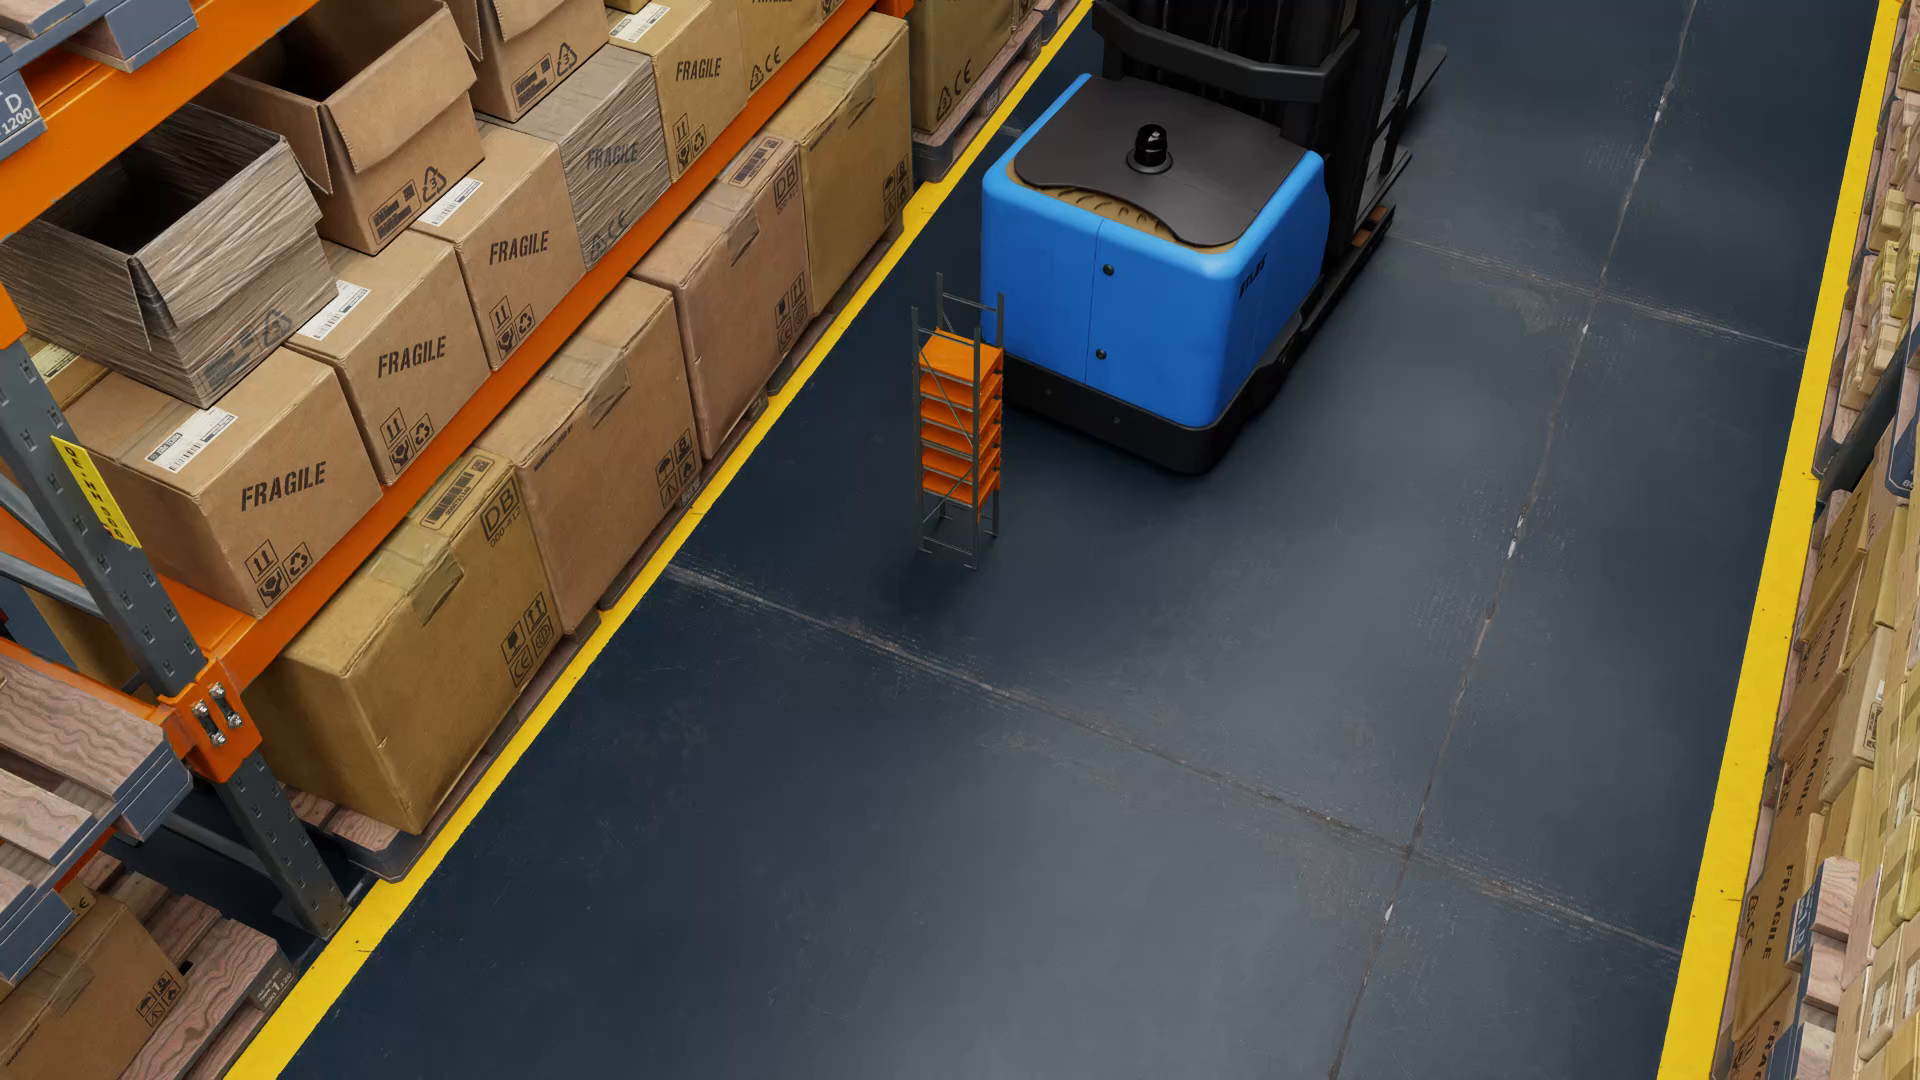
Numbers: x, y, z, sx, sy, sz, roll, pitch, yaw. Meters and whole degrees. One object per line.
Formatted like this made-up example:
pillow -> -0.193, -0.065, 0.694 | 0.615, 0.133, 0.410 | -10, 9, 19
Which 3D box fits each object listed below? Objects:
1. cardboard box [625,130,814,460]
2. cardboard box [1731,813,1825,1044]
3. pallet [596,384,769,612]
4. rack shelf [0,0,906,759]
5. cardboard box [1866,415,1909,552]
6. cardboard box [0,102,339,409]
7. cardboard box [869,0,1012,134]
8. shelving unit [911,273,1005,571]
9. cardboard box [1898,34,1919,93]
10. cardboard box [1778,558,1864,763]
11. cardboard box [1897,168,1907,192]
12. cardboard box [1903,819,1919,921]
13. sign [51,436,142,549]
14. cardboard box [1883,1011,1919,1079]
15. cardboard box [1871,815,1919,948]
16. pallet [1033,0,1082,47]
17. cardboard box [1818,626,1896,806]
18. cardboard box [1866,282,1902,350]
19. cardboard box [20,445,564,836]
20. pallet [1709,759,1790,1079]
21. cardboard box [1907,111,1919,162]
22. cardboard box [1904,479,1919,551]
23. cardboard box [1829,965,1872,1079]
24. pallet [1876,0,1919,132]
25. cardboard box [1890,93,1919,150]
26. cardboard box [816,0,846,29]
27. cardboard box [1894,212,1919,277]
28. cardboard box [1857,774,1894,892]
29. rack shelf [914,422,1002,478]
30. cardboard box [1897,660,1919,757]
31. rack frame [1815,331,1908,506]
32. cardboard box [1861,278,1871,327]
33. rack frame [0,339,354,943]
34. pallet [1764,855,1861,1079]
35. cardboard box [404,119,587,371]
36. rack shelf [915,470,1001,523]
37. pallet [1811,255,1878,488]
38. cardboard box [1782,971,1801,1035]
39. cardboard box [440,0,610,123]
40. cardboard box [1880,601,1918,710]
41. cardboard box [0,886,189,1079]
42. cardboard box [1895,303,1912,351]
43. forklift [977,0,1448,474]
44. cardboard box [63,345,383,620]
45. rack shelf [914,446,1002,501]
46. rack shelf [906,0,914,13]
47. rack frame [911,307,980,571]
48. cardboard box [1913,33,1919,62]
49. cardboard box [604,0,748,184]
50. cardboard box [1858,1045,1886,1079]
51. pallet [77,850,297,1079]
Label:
cardboard box -> -1.322, -1.062, 6.303 | 1.225, 0.875, 0.875 | 18, 52, 15
cardboard box -> 2.528, 1.171, 4.650 | 0.500, 0.500, 0.500 | 18, 52, 14
pallet -> -1.468, -0.374, 6.430 | 1.003, 0.211, 1.213 | 20, 52, 16
rack shelf -> -1.541, -1.067, 5.661 | 1.077, 0.370, 4.000 | 20, 52, 16
cardboard box -> 3.201, -0.140, 5.273 | 0.500, 0.250, 0.500 | 18, 52, 15
cardboard box -> -2.068, -0.778, 4.219 | 0.797, 0.503, 0.637 | 21, 53, 17
cardboard box -> -0.332, -2.553, 7.572 | 0.875, 0.875, 0.875 | 20, 52, 16
shelving unit -> -0.006, -0.379, 5.785 | 0.258, 1.200, 0.189 | 20, 52, 16
cardboard box -> 4.605, -2.183, 7.734 | 0.380, 0.149, 0.250 | 20, 53, 17
cardboard box -> 2.975, 0.468, 5.248 | 0.500, 0.500, 0.500 | 22, 53, 18
cardboard box -> 4.229, -1.457, 7.117 | 0.380, 0.149, 0.250 | 21, 53, 17
cardboard box -> 2.062, 0.674, 3.206 | 0.380, 0.149, 0.250 | 21, 53, 17
sign -> -1.900, -0.102, 3.659 | 0.100, 0.325, 0.005 | 20, 52, 16
cardboard box -> 1.841, 1.027, 2.906 | 0.380, 0.149, 0.250 | 18, 52, 15
cardboard box -> 2.068, 0.755, 3.332 | 0.380, 0.149, 0.250 | 21, 53, 17
pallet -> 0.229, -3.115, 8.762 | 1.003, 0.211, 1.213 | 20, 52, 16
cardboard box -> 2.754, 0.577, 4.662 | 0.500, 0.250, 0.500 | 22, 53, 17
cardboard box -> 3.707, -0.813, 6.373 | 0.380, 0.149, 0.250 | 18, 52, 14
cardboard box -> -2.081, 0.161, 5.263 | 1.225, 0.875, 0.875 | 18, 52, 14
pallet -> 2.904, 1.290, 5.014 | 1.003, 0.211, 1.213 | 20, 52, 16
cardboard box -> 4.163, -1.650, 6.890 | 0.380, 0.149, 0.250 | 18, 52, 15
cardboard box -> 2.618, -0.026, 4.192 | 0.380, 0.149, 0.250 | 19, 52, 15
cardboard box -> 1.949, 1.046, 3.279 | 0.380, 0.149, 0.250 | 20, 52, 16
pallet -> 5.053, -2.244, 8.021 | 1.003, 0.211, 1.213 | 20, 52, 16
cardboard box -> 4.397, -1.833, 7.437 | 0.380, 0.149, 0.250 | 17, 52, 14
cardboard box -> -0.639, -2.299, 6.171 | 0.500, 0.500, 0.500 | 20, 52, 16
cardboard box -> 3.845, -1.091, 6.414 | 0.380, 0.149, 0.250 | 19, 52, 16
cardboard box -> 2.169, 0.699, 3.575 | 0.380, 0.149, 0.250 | 19, 52, 16
rack shelf -> -0.006, -0.350, 5.818 | 0.258, 0.103, 0.180 | 20, 52, 16
cardboard box -> 2.284, 0.412, 3.624 | 0.380, 0.149, 0.250 | 19, 52, 16
rack frame -> 3.755, -0.994, 5.126 | 1.000, 3.000, 0.127 | 20, 52, 16
cardboard box -> 3.856, -0.942, 6.678 | 0.380, 0.149, 0.250 | 18, 52, 15
rack frame -> -2.395, 0.077, 4.215 | 1.000, 3.000, 0.127 | 20, 52, 16
pallet -> 2.255, 1.297, 3.302 | 1.213, 0.211, 1.003 | 20, 52, 16
cardboard box -> -1.507, -0.911, 4.990 | 0.500, 0.500, 0.500 | 19, 52, 15
rack shelf -> -0.006, -0.195, 6.001 | 0.258, 0.103, 0.180 | 20, 52, 16
pallet -> 4.010, -0.564, 6.591 | 1.003, 0.211, 1.213 | 20, 52, 16
cardboard box -> 2.307, 1.284, 4.061 | 0.500, 0.250, 0.500 | 20, 53, 17
cardboard box -> -1.507, -1.690, 4.994 | 0.797, 0.503, 0.637 | 21, 53, 17
cardboard box -> 2.394, 0.335, 3.884 | 0.380, 0.149, 0.250 | 21, 53, 17
cardboard box -> -2.663, 1.213, 4.601 | 0.700, 0.500, 0.500 | 17, 52, 14
cardboard box -> 3.672, -0.728, 6.106 | 0.380, 0.149, 0.250 | 21, 53, 17
forklift -> 1.261, -2.318, 6.298 | 1.130, 2.935, 3.031 | 25, 54, 20
cardboard box -> -1.941, -0.201, 4.386 | 0.500, 0.500, 0.500 | 21, 53, 17
rack shelf -> -0.006, -0.272, 5.910 | 0.258, 0.103, 0.180 | 20, 52, 16
rack shelf -> 0.168, -3.821, 8.004 | 1.077, 0.370, 4.000 | 20, 52, 16
rack frame -> -0.045, -0.316, 5.731 | 0.240, 1.200, 0.006 | 20, 52, 16
cardboard box -> 4.608, -2.271, 7.613 | 0.380, 0.149, 0.250 | 21, 53, 17
cardboard box -> -1.074, -1.598, 5.575 | 0.500, 0.500, 0.500 | 19, 52, 16
cardboard box -> 1.846, 1.121, 3.020 | 0.380, 0.149, 0.250 | 21, 53, 17
pallet -> -2.730, 1.519, 4.819 | 1.003, 0.211, 1.213 | 20, 52, 16
